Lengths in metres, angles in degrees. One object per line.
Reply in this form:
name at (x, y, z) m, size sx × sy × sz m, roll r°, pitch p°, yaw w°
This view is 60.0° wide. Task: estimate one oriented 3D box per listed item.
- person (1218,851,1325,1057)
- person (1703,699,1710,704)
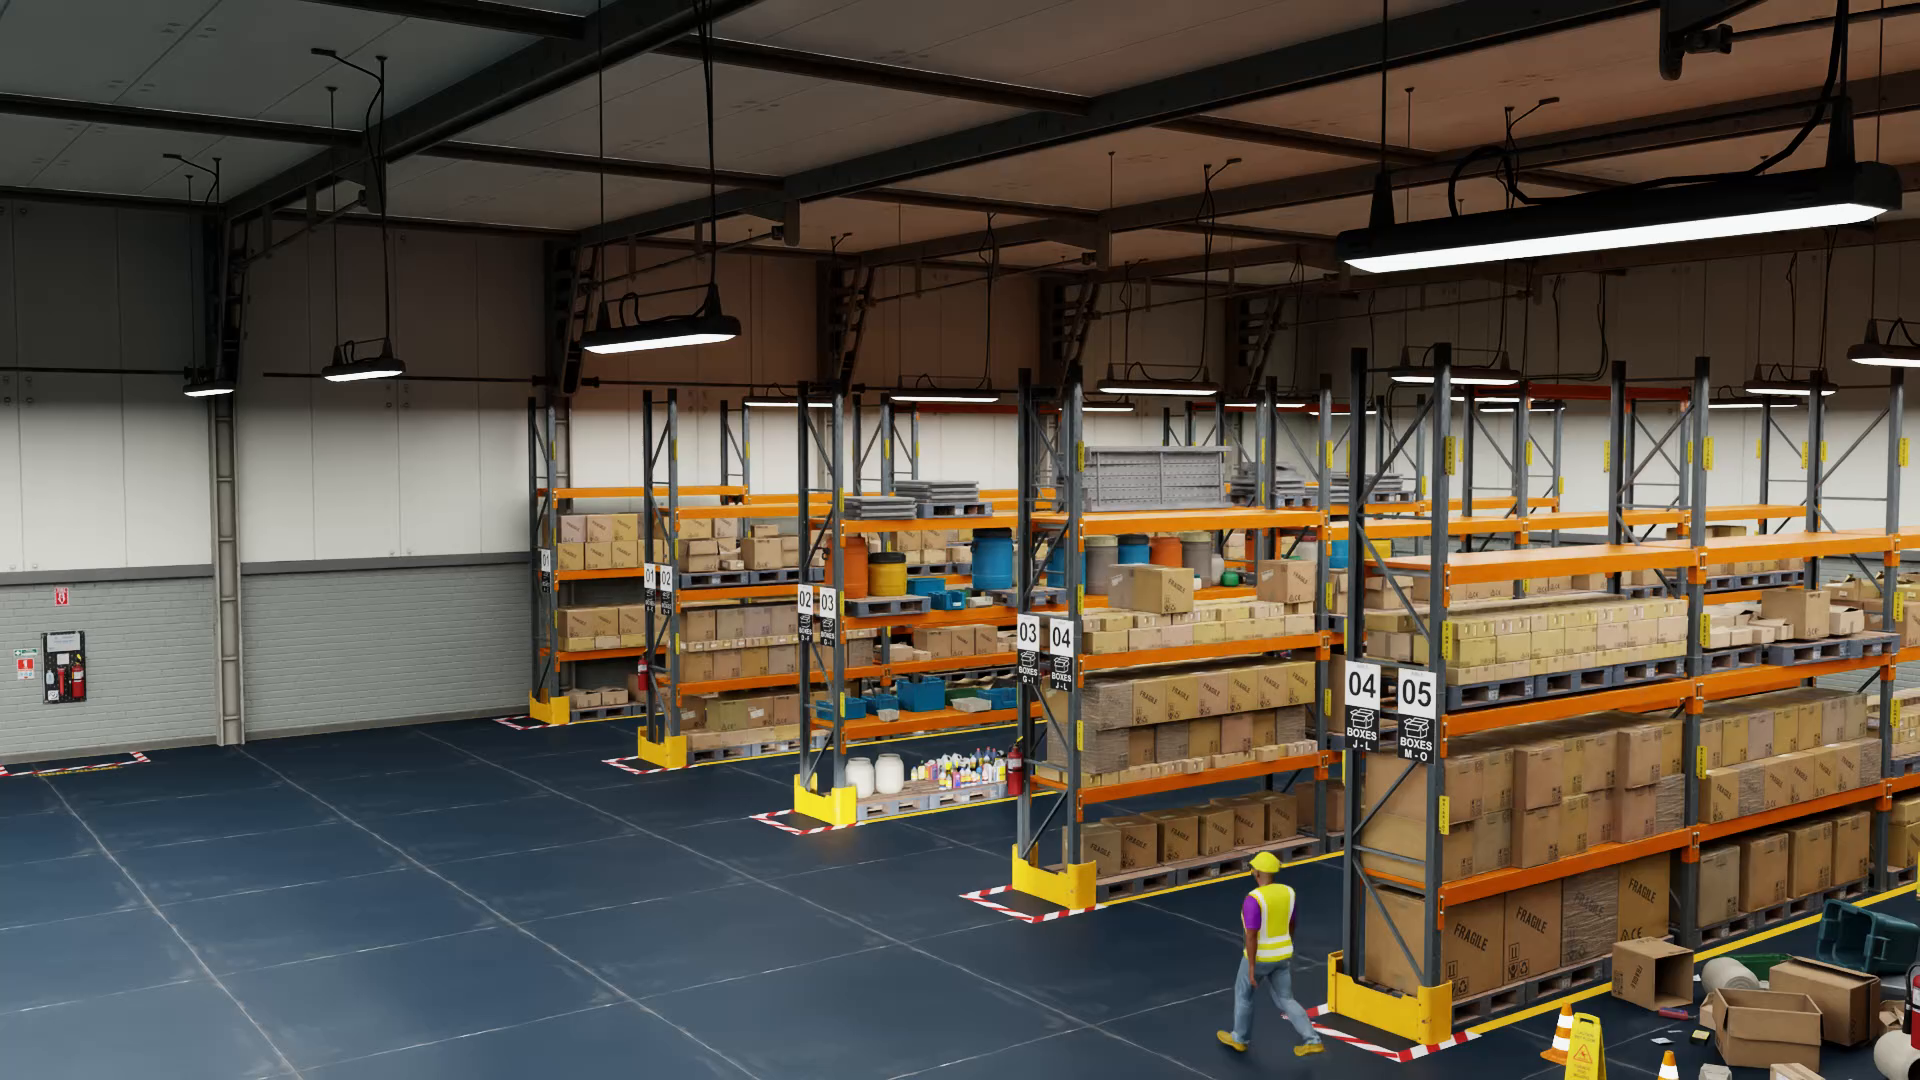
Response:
person at (2.585, 3.475, 13.894) m, size 0.571 × 1.731 × 1.019 m, roll -2°, pitch 4°, yaw -36°
person at (10.094, 2.981, 22.768) m, size 0.950 × 1.626 × 0.494 m, roll -2°, pitch 4°, yaw -27°
